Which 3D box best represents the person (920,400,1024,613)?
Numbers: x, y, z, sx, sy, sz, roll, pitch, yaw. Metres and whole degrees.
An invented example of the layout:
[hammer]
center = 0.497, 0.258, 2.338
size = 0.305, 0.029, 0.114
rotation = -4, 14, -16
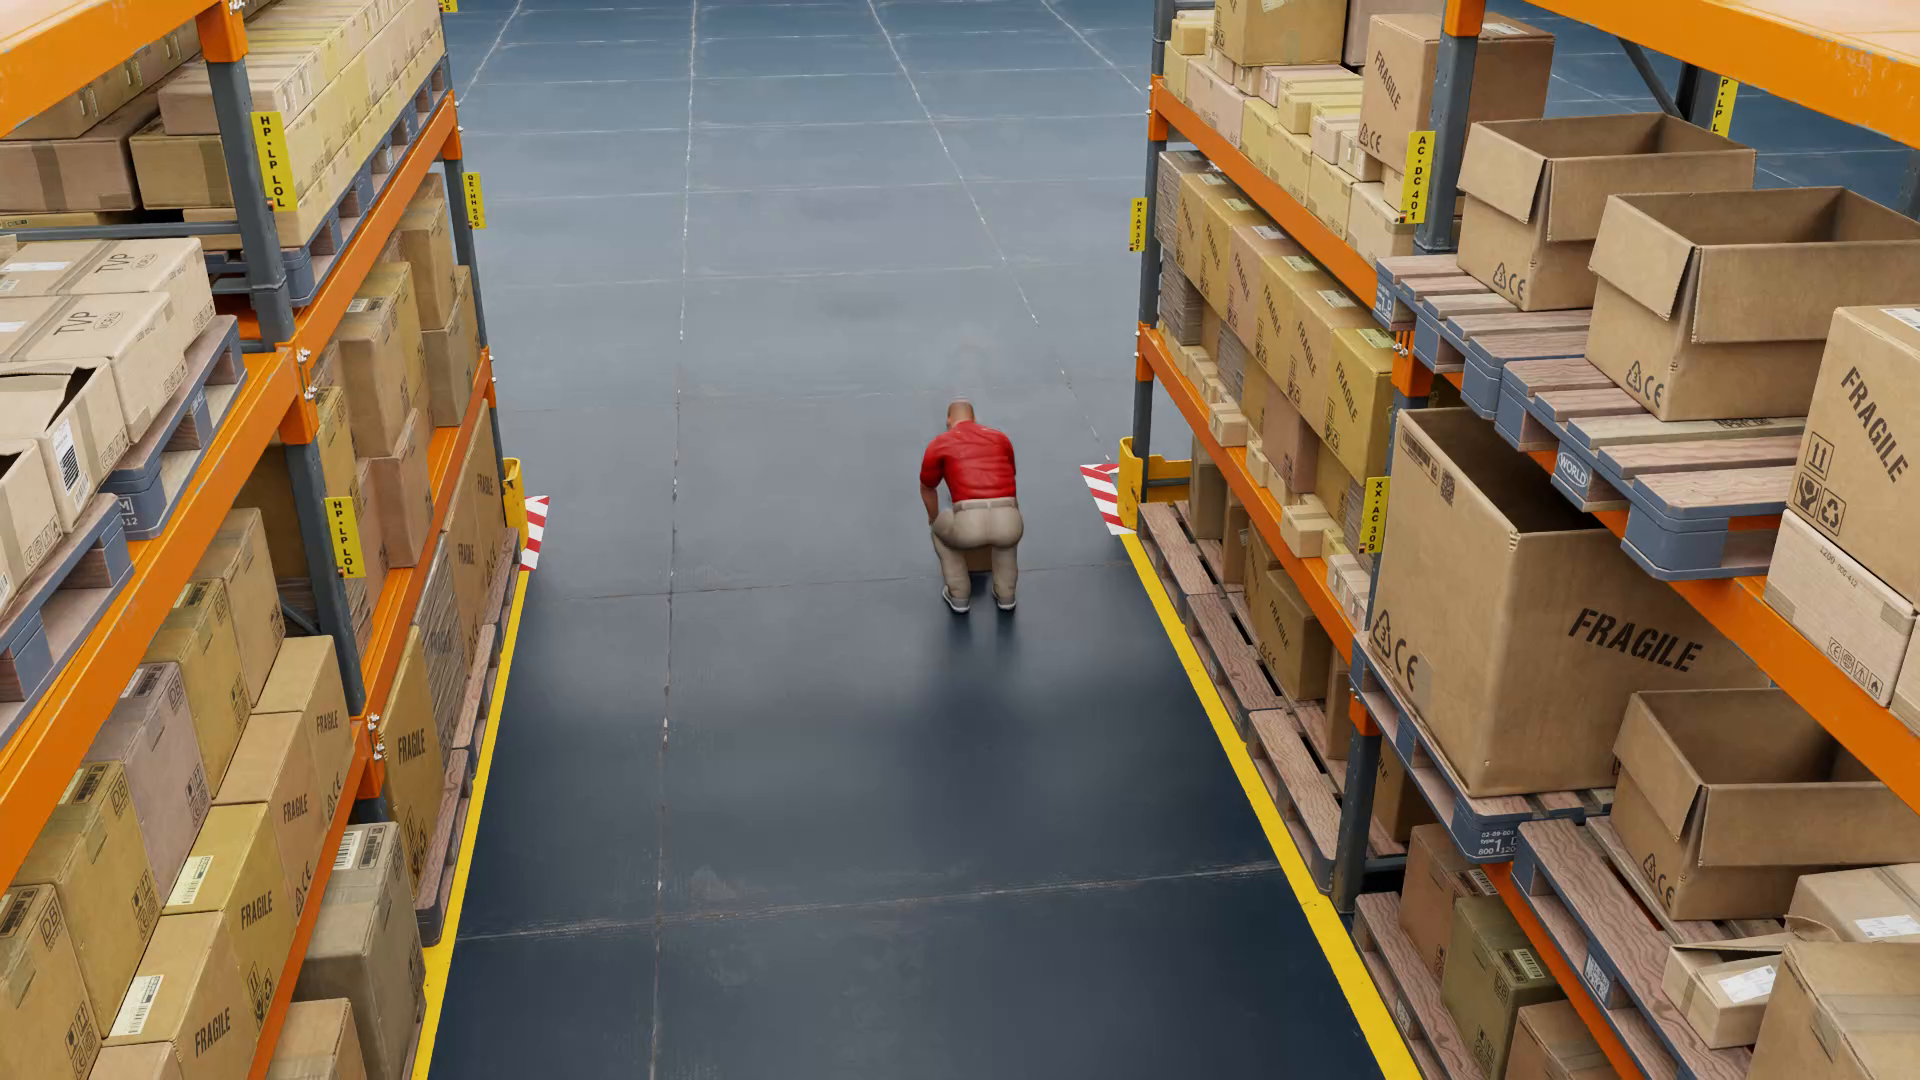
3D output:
[person]
center = 0.073, -0.176, 9.664
size = 0.574, 1.114, 0.830
rotation = -4, 27, -7
